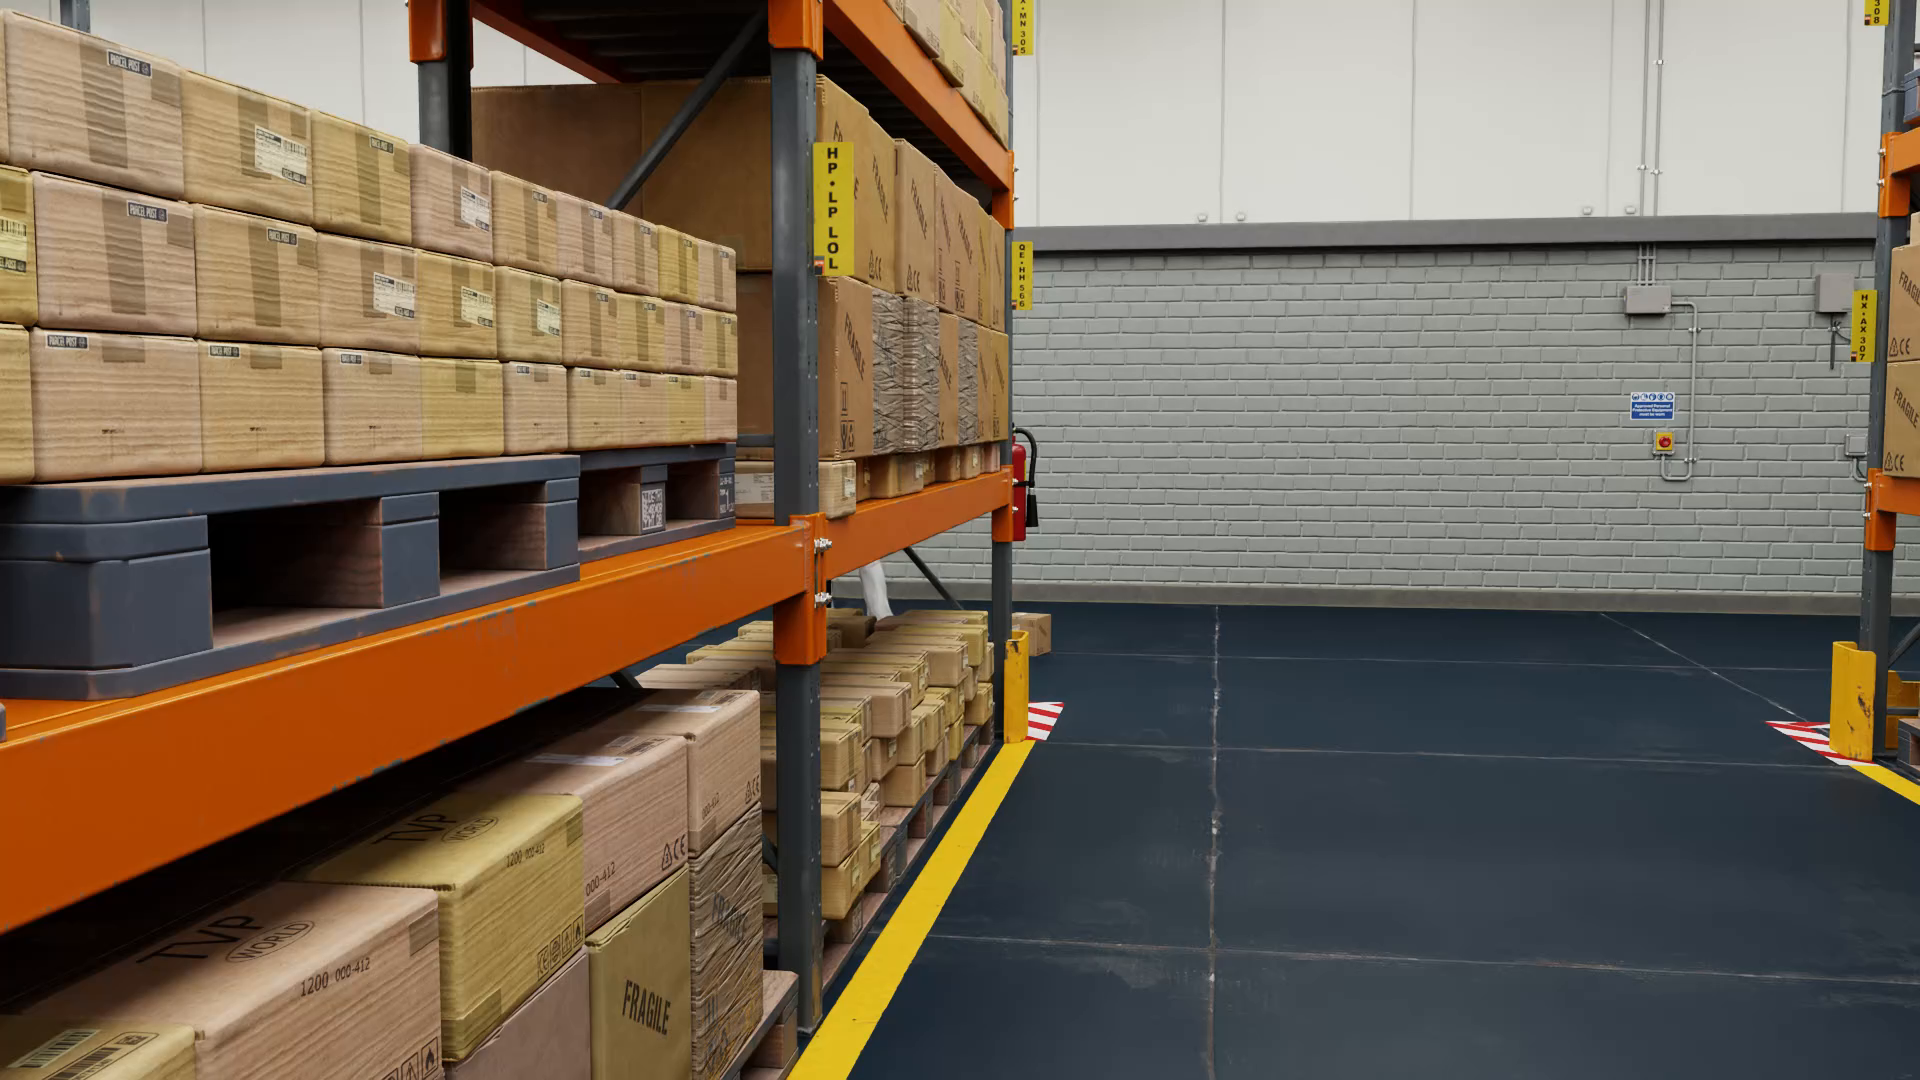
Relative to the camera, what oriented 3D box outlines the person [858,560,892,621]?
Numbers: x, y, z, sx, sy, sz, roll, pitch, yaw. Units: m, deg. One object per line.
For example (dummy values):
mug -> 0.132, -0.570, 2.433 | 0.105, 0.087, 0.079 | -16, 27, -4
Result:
person -> -0.825, -0.188, 11.622 | 0.859, 1.810, 0.630 | 4, 6, 44
